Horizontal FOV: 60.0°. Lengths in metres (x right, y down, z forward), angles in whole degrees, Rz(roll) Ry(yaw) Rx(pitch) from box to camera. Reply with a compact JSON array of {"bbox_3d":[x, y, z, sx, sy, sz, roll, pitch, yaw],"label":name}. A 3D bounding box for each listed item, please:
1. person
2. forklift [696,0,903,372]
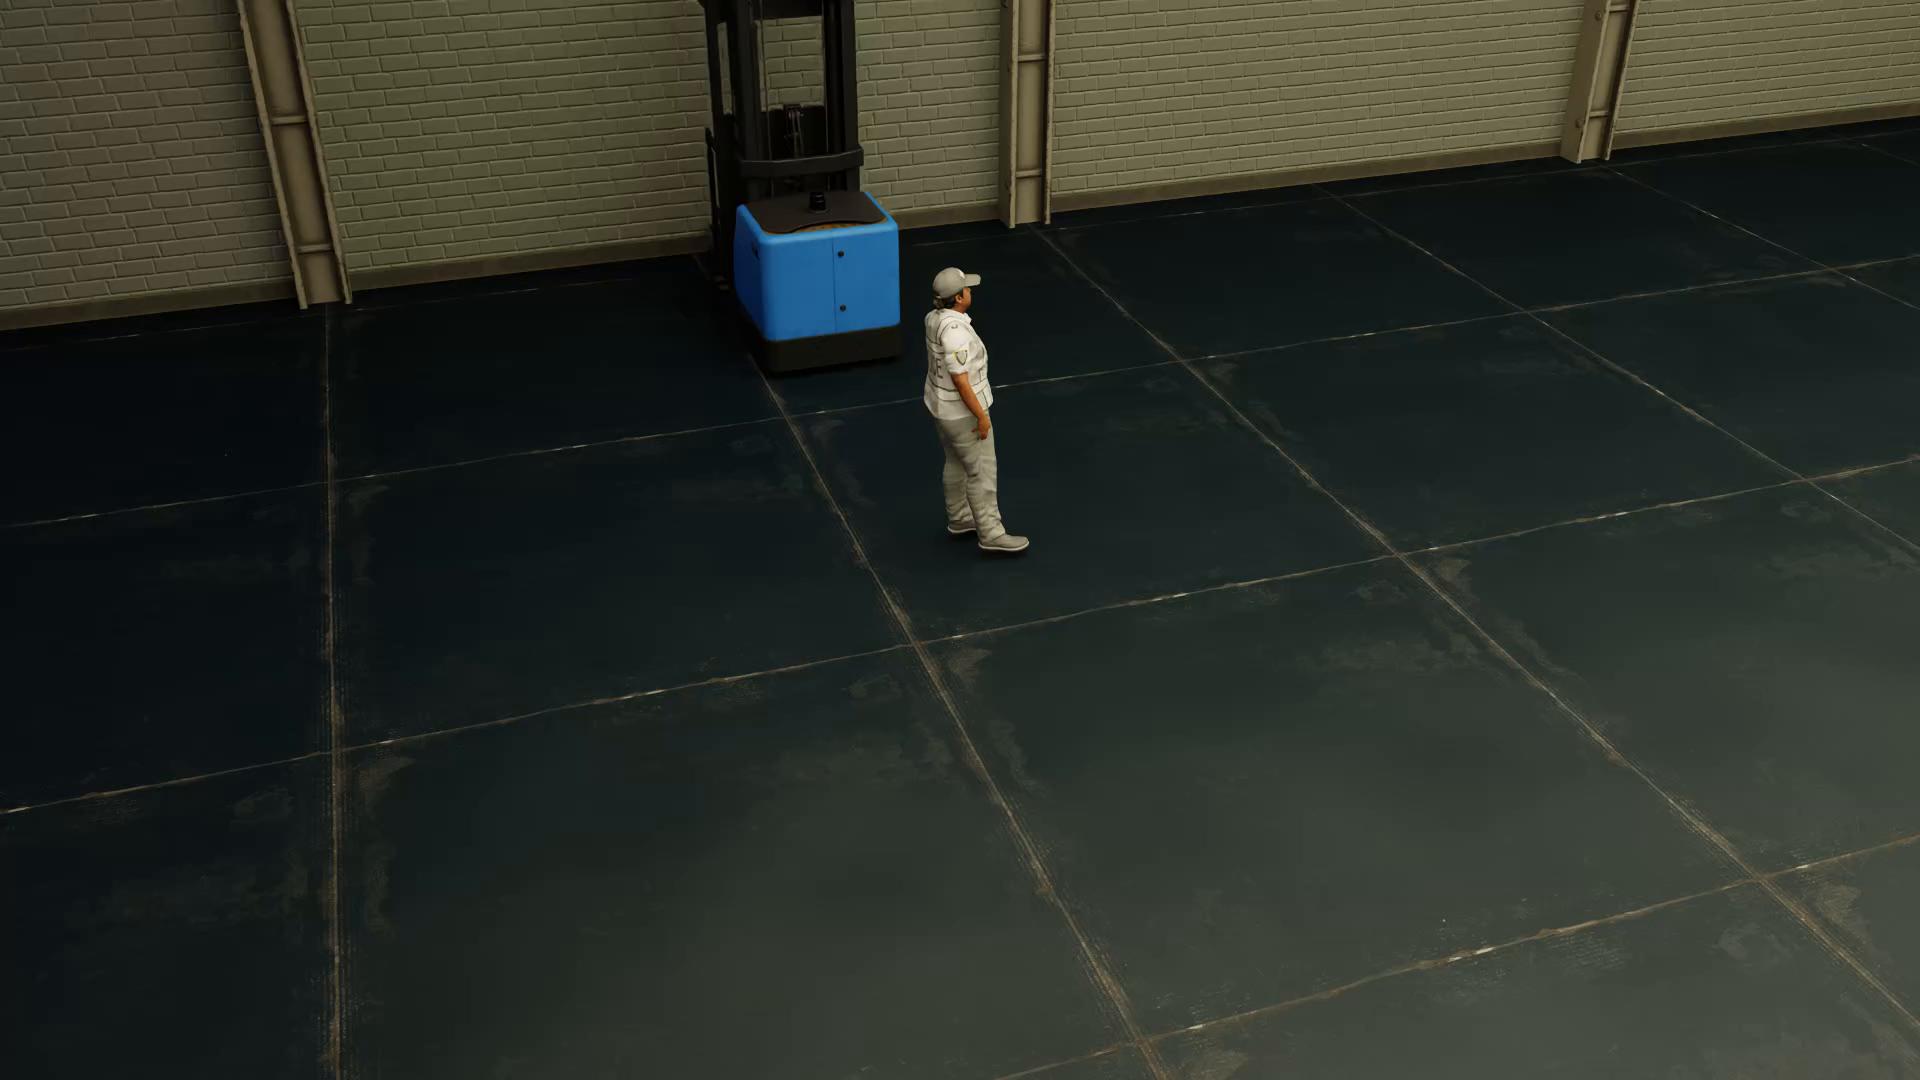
[{"bbox_3d":[0.080,-0.765,9.589,0.528,1.669,0.599,-10,31,-16],"label":"person"},{"bbox_3d":[-1.382,-3.201,12.651,1.130,2.935,3.031,-10,31,-16],"label":"forklift"}]
